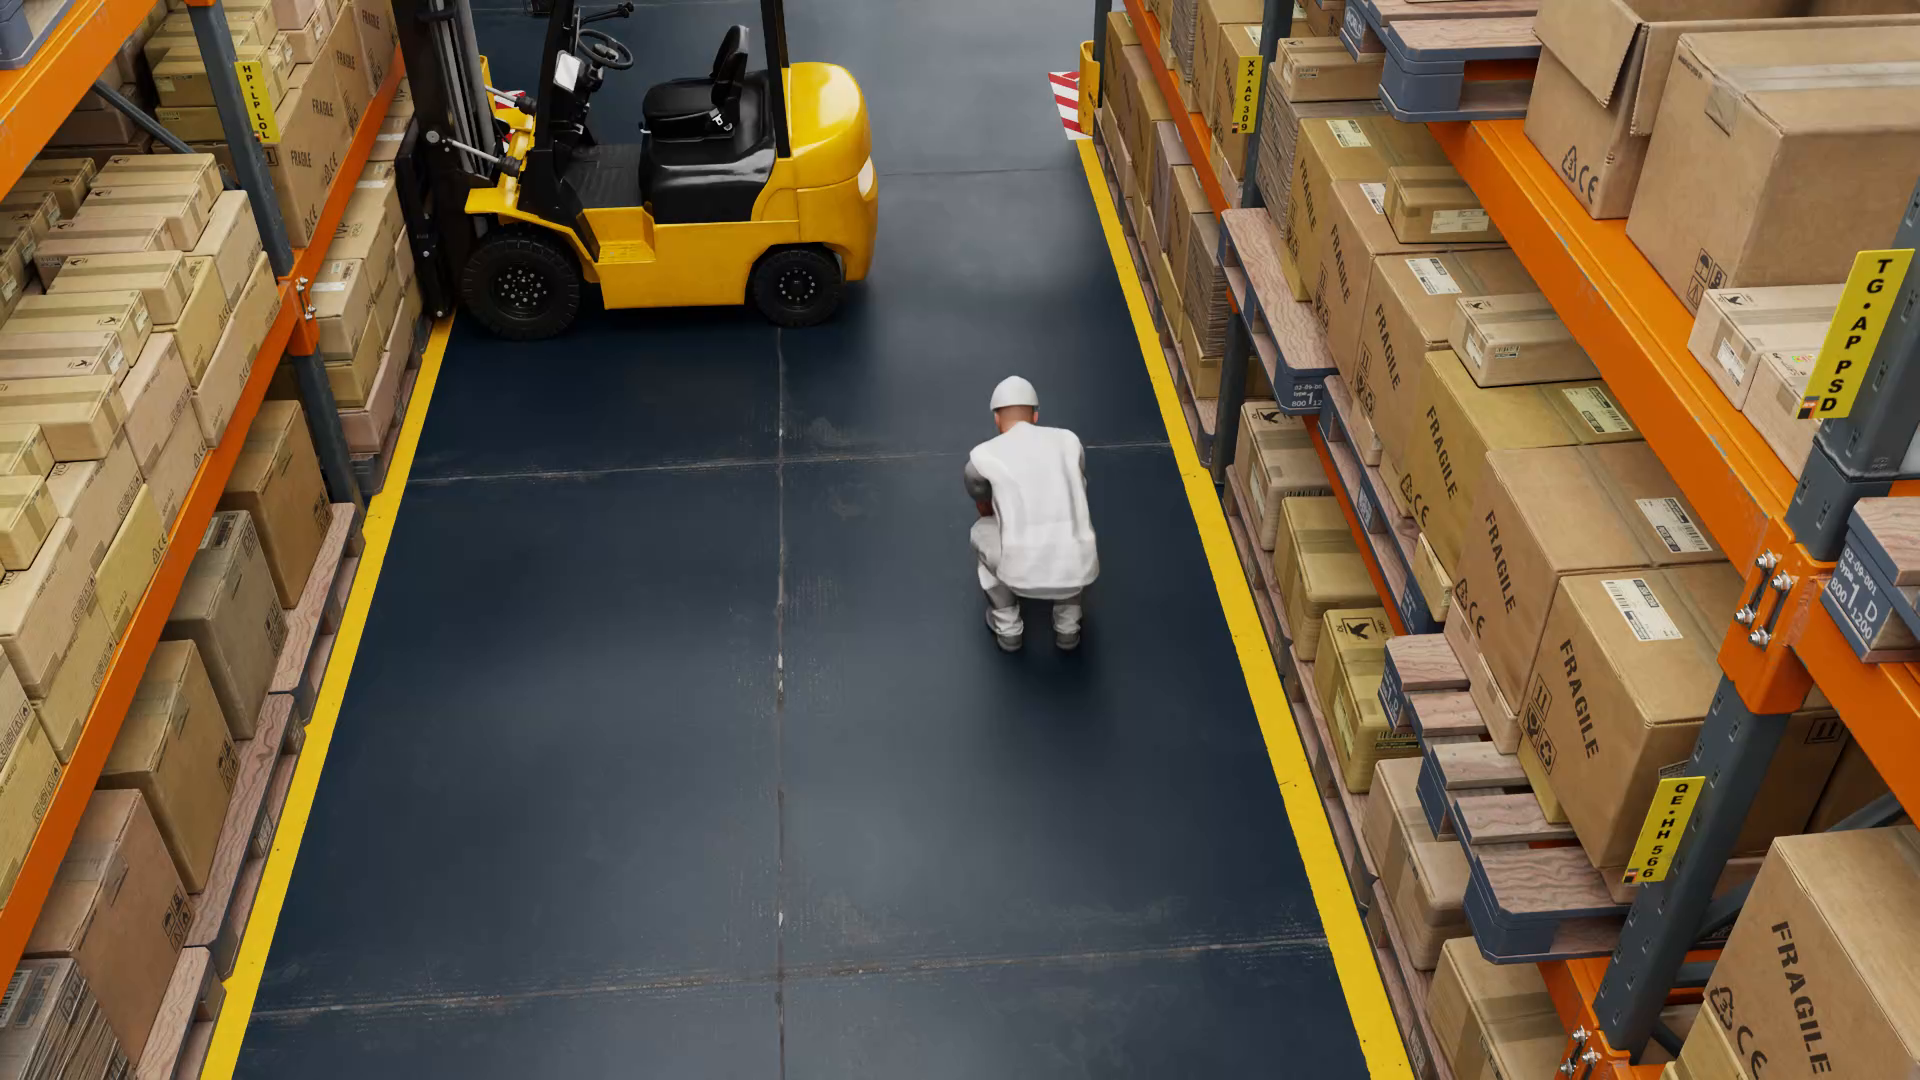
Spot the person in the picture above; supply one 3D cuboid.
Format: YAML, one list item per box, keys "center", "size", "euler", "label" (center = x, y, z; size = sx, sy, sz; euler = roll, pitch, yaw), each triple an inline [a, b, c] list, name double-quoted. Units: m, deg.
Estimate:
- center: [10.307, -10.322, 19.622]
  size: [23.978, 0.991, 31.142]
  euler: [-4, 39, -5]
  label: "person"
